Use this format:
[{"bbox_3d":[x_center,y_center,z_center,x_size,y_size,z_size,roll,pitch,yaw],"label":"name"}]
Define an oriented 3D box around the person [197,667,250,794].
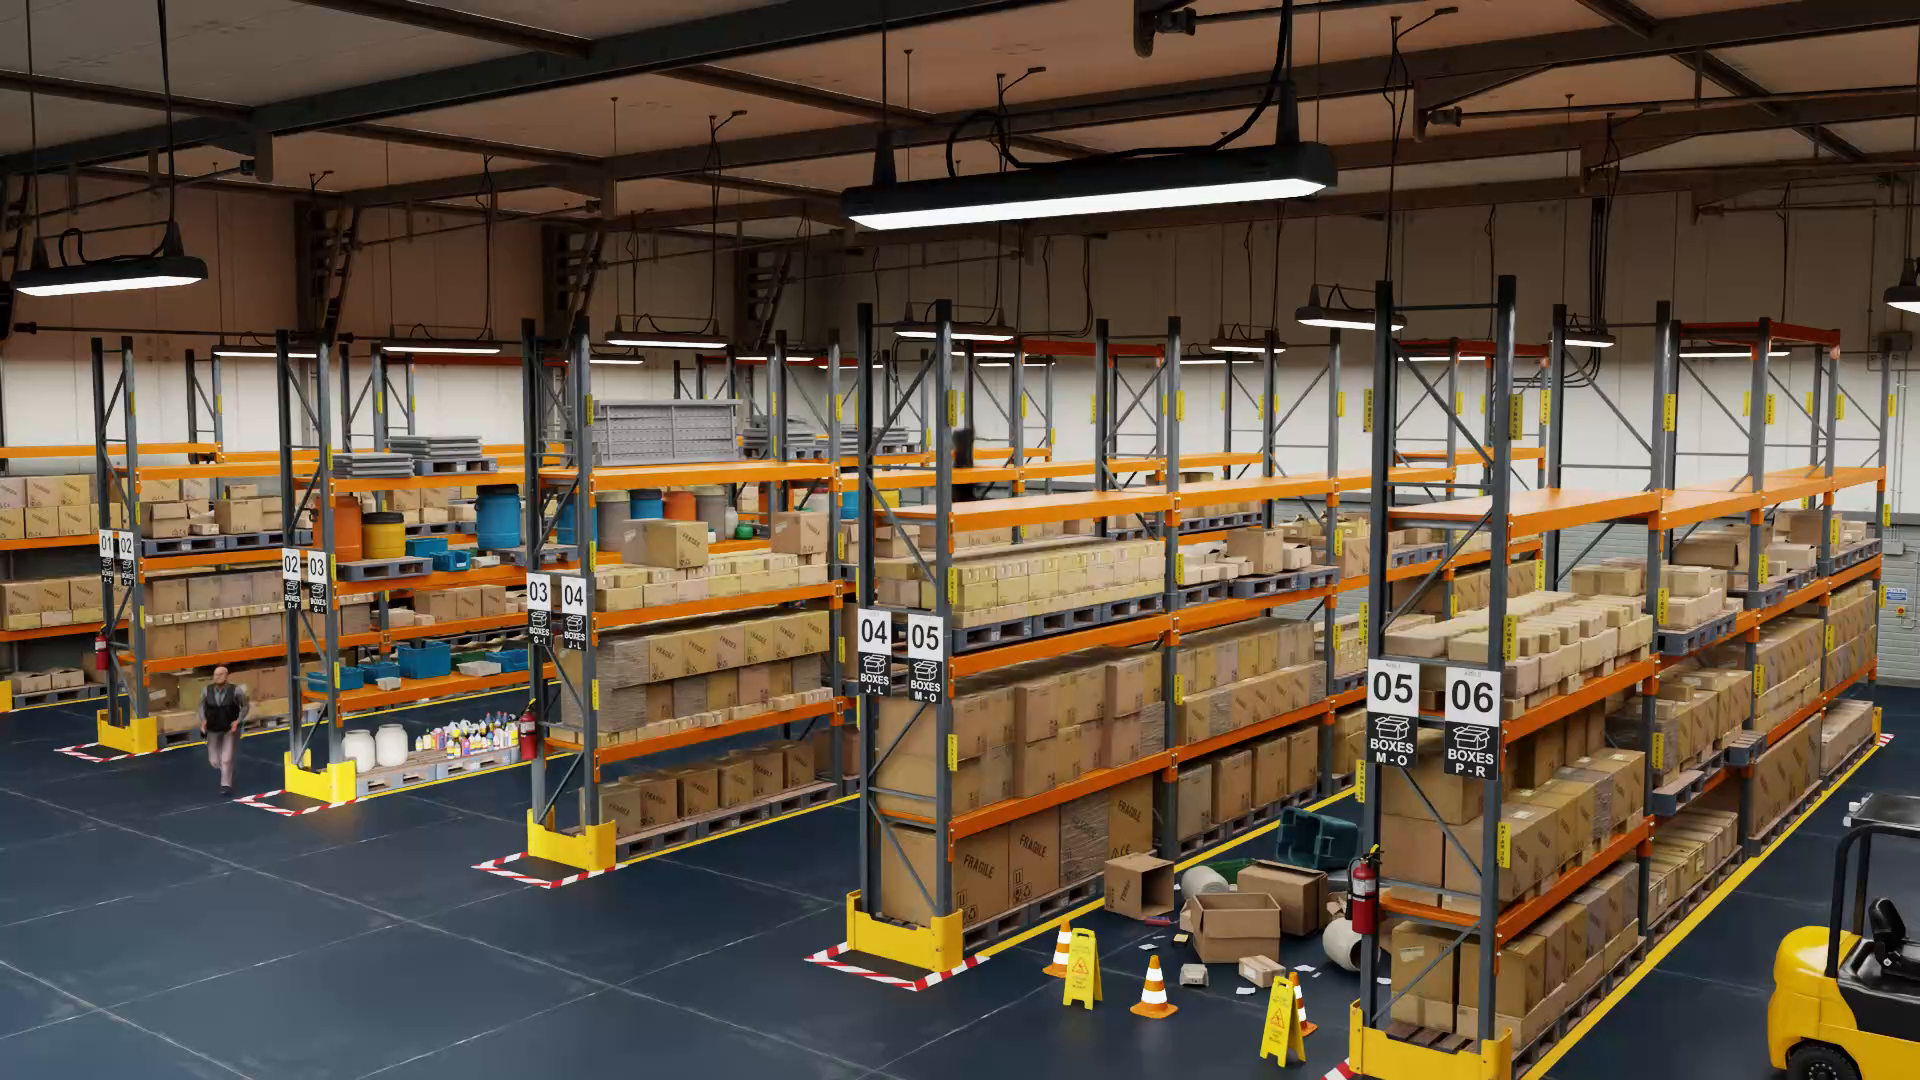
[{"bbox_3d":[-9.591,2.460,21.690,0.647,1.661,0.596,-1,5,-11],"label":"person"}]
